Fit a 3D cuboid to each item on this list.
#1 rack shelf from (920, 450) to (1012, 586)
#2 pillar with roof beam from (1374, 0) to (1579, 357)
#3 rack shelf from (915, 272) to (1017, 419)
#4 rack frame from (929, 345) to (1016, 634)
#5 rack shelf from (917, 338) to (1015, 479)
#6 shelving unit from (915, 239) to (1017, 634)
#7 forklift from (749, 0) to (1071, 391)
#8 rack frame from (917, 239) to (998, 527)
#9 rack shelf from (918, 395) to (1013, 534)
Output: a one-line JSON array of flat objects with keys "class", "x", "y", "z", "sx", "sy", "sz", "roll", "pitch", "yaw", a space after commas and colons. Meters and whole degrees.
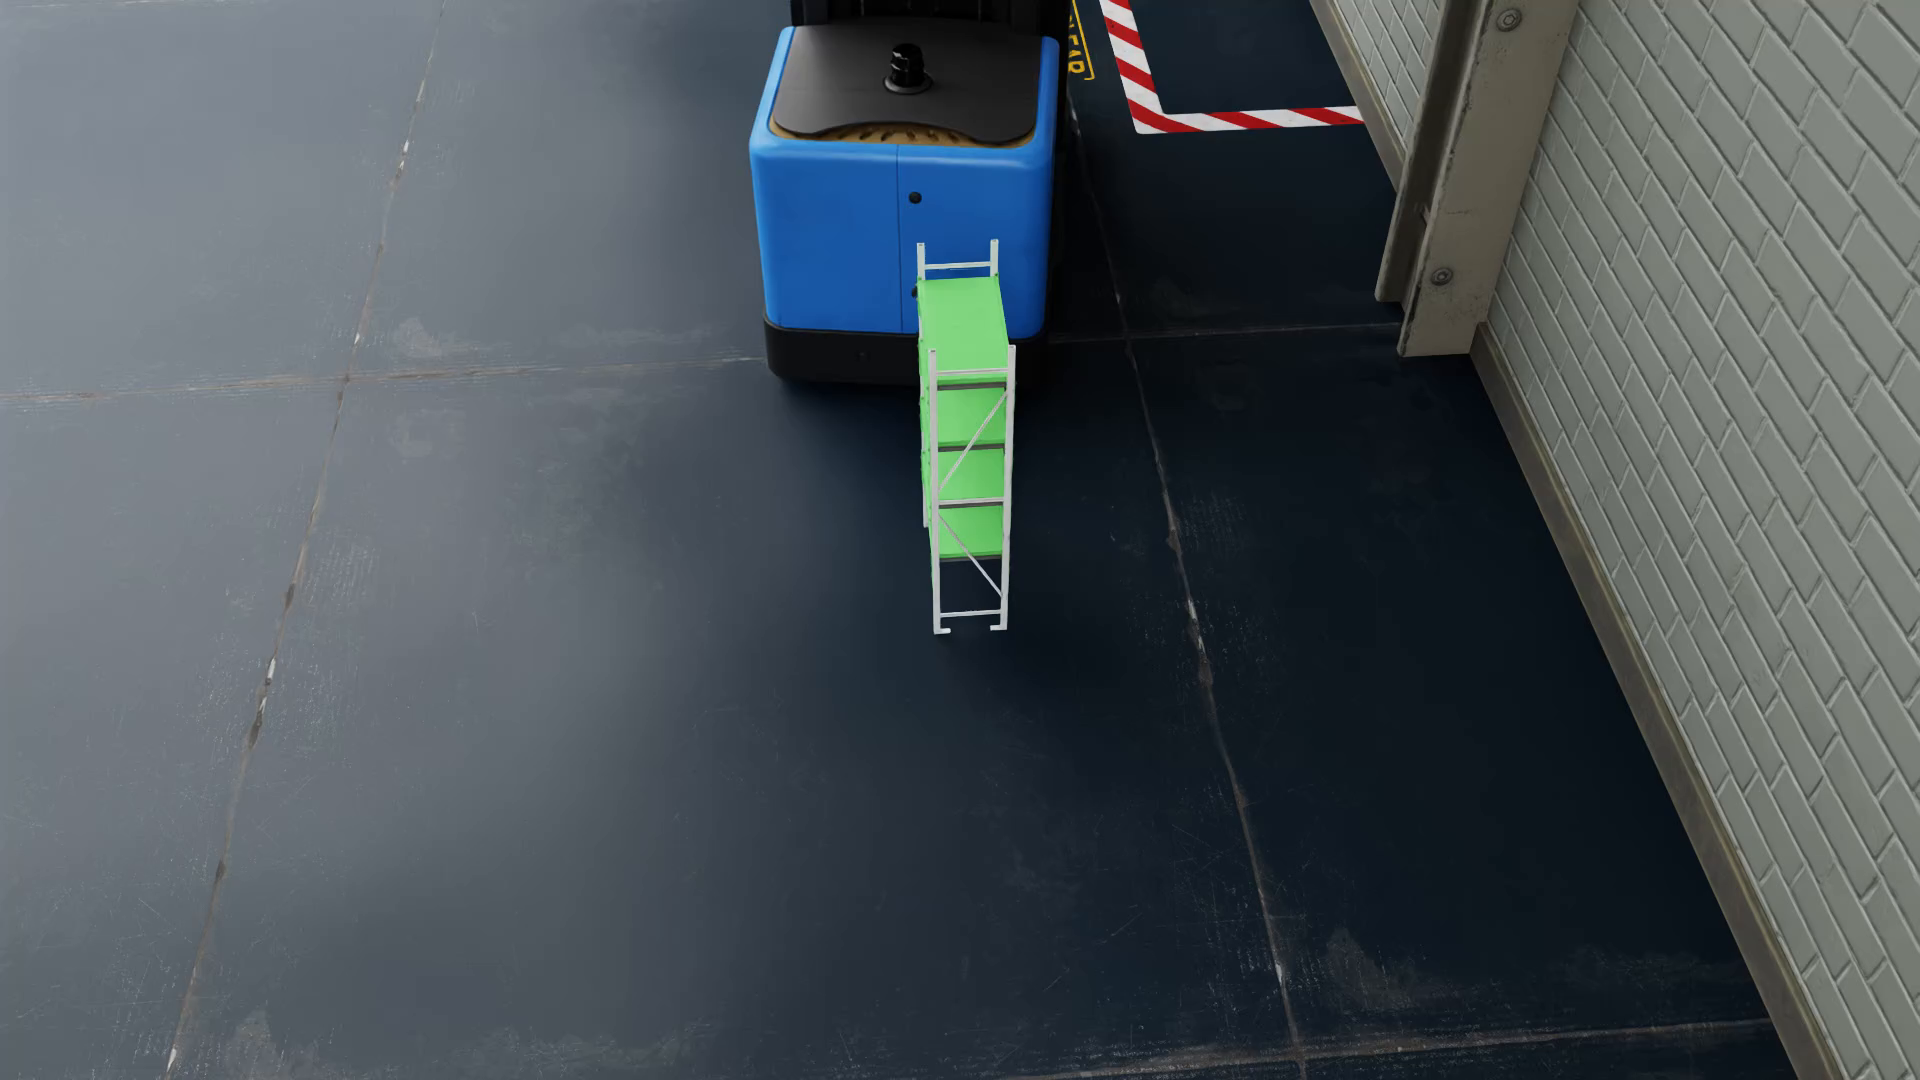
[{"class": "rack shelf", "x": 0.014, "y": -0.084, "z": 5.422, "sx": 0.258, "sy": 0.148, "sz": 0.480, "roll": -3, "pitch": 47, "yaw": -3}, {"class": "pillar with roof beam", "x": -2.454, "y": -3.693, "z": 3.050, "sx": 9.100, "sy": 9.000, "sz": 0.400, "roll": -3, "pitch": 47, "yaw": -3}, {"class": "rack shelf", "x": 0.014, "y": -0.579, "z": 4.899, "sx": 0.258, "sy": 0.148, "sz": 0.480, "roll": -3, "pitch": 47, "yaw": -3}, {"class": "rack frame", "x": 0.034, "y": -0.116, "z": 5.034, "sx": 0.240, "sy": 1.200, "sz": 0.015, "roll": -3, "pitch": 47, "yaw": -3}, {"class": "rack shelf", "x": 0.014, "y": -0.414, "z": 5.073, "sx": 0.258, "sy": 0.148, "sz": 0.480, "roll": -3, "pitch": 47, "yaw": -3}, {"class": "shelving unit", "x": 0.014, "y": -0.293, "z": 5.201, "sx": 0.258, "sy": 1.200, "sz": 0.503, "roll": -3, "pitch": 47, "yaw": -3}, {"class": "forklift", "x": -0.095, "y": -2.629, "z": 6.221, "sx": 1.130, "sy": 2.935, "sz": 3.031, "roll": 3, "pitch": 47, "yaw": 3}, {"class": "rack frame", "x": -0.007, "y": -0.469, "z": 5.368, "sx": 0.240, "sy": 1.200, "sz": 0.015, "roll": -3, "pitch": 47, "yaw": -3}, {"class": "rack shelf", "x": 0.014, "y": -0.249, "z": 5.247, "sx": 0.258, "sy": 0.148, "sz": 0.480, "roll": -3, "pitch": 47, "yaw": -3}]
